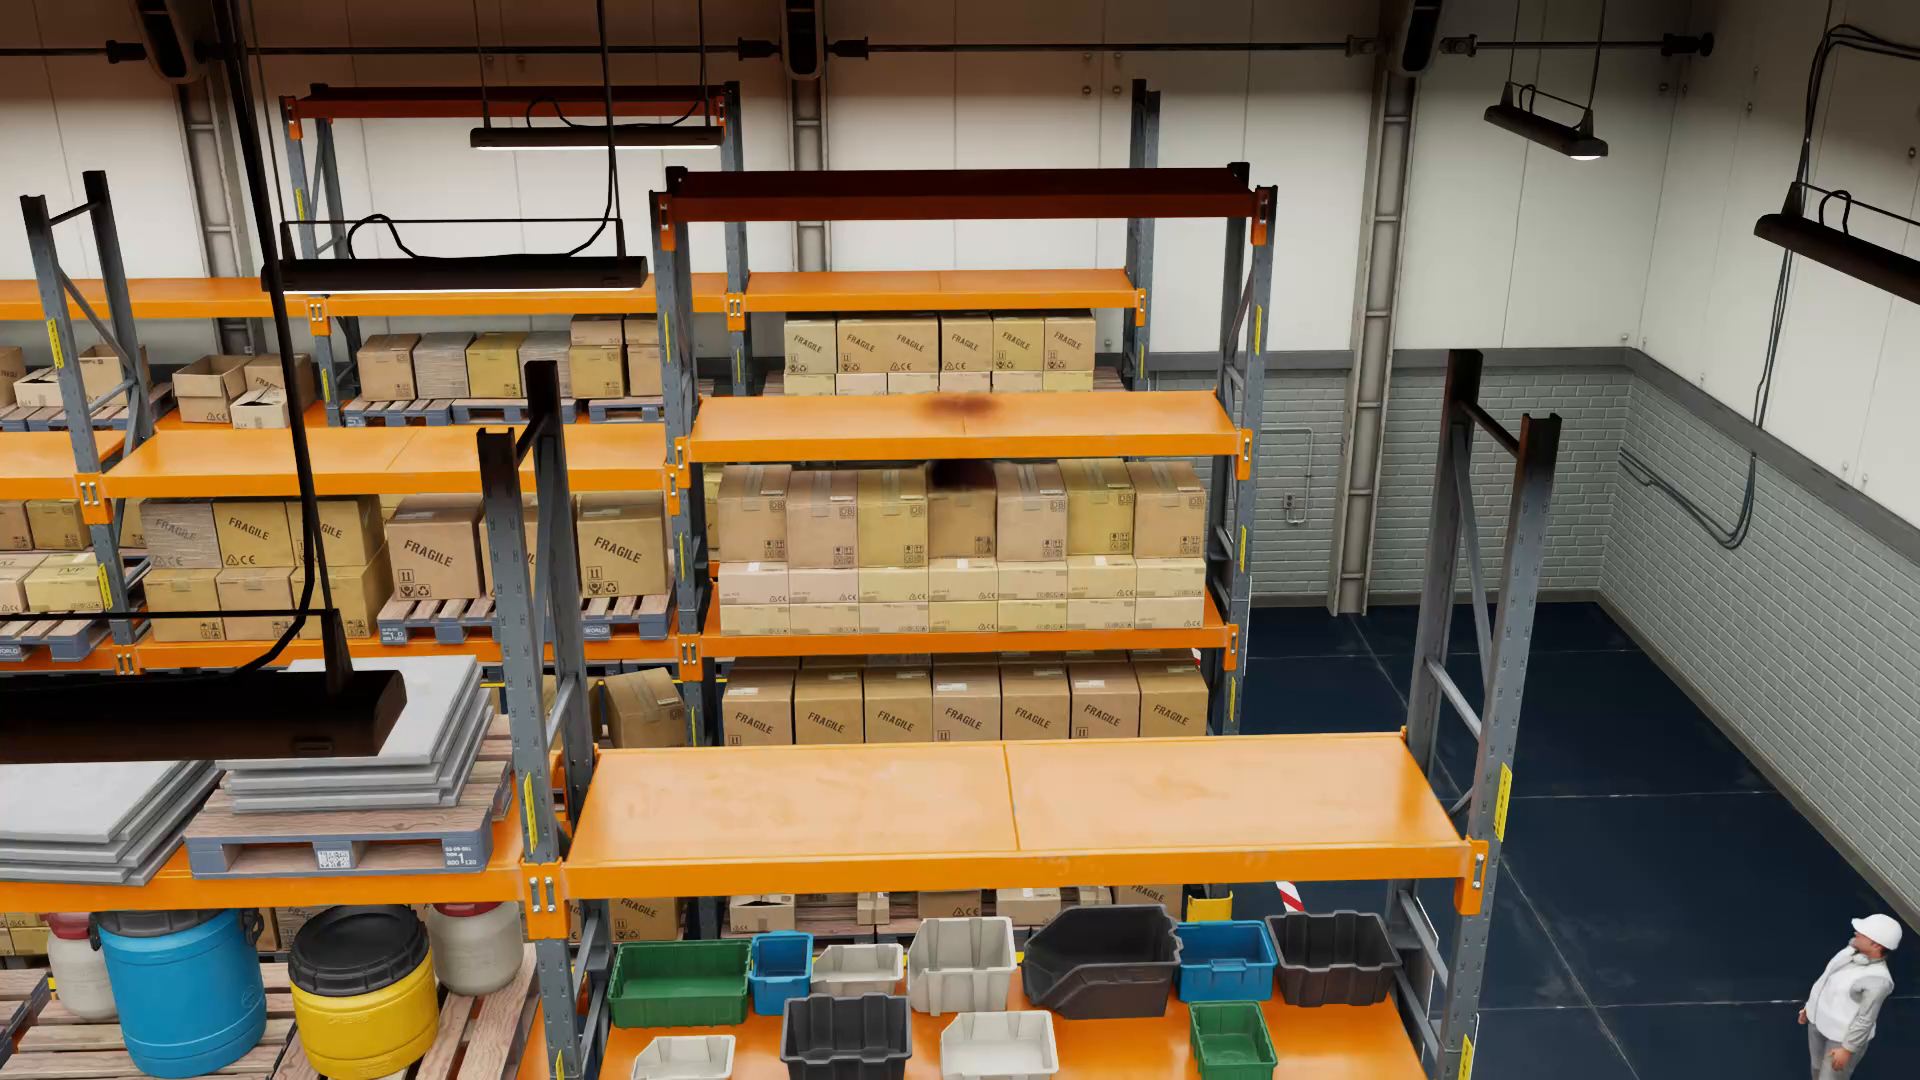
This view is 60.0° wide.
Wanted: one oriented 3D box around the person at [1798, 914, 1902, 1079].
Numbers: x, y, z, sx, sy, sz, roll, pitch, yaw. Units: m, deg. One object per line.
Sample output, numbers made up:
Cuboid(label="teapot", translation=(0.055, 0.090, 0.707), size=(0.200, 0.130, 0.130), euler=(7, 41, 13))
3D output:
Cuboid(label="person", translation=(5.748, 3.223, 10.918), size=(0.544, 1.788, 0.549), euler=(-4, 22, -10))
